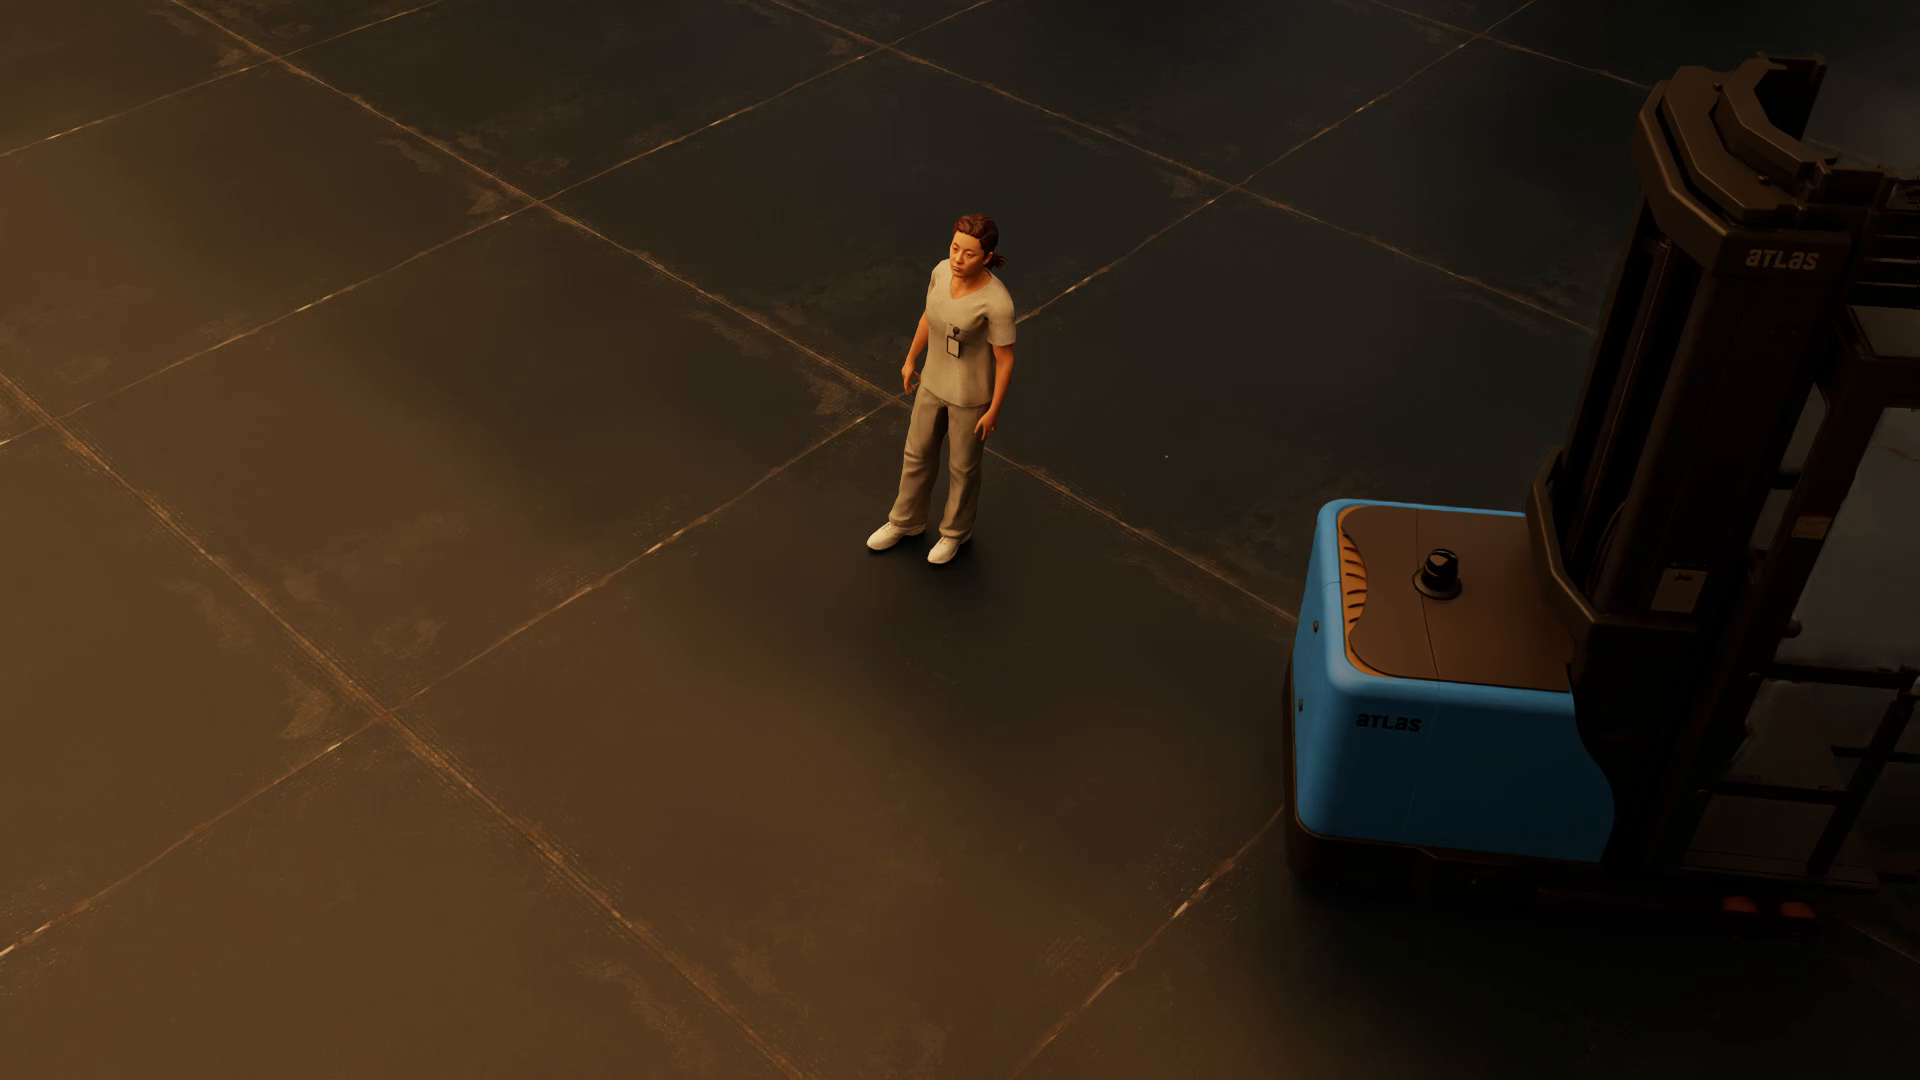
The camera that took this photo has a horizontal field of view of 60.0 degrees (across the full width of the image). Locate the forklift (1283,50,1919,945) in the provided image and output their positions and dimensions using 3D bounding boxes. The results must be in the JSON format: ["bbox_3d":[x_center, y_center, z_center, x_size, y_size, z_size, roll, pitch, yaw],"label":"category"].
[{"bbox_3d":[2.773,-0.027,5.459,3.031,2.935,1.130,5,41,6],"label":"forklift"}]

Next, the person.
[{"bbox_3d":[-0.060,-0.612,7.094,0.549,1.673,0.548,31,49,31],"label":"person"}]
